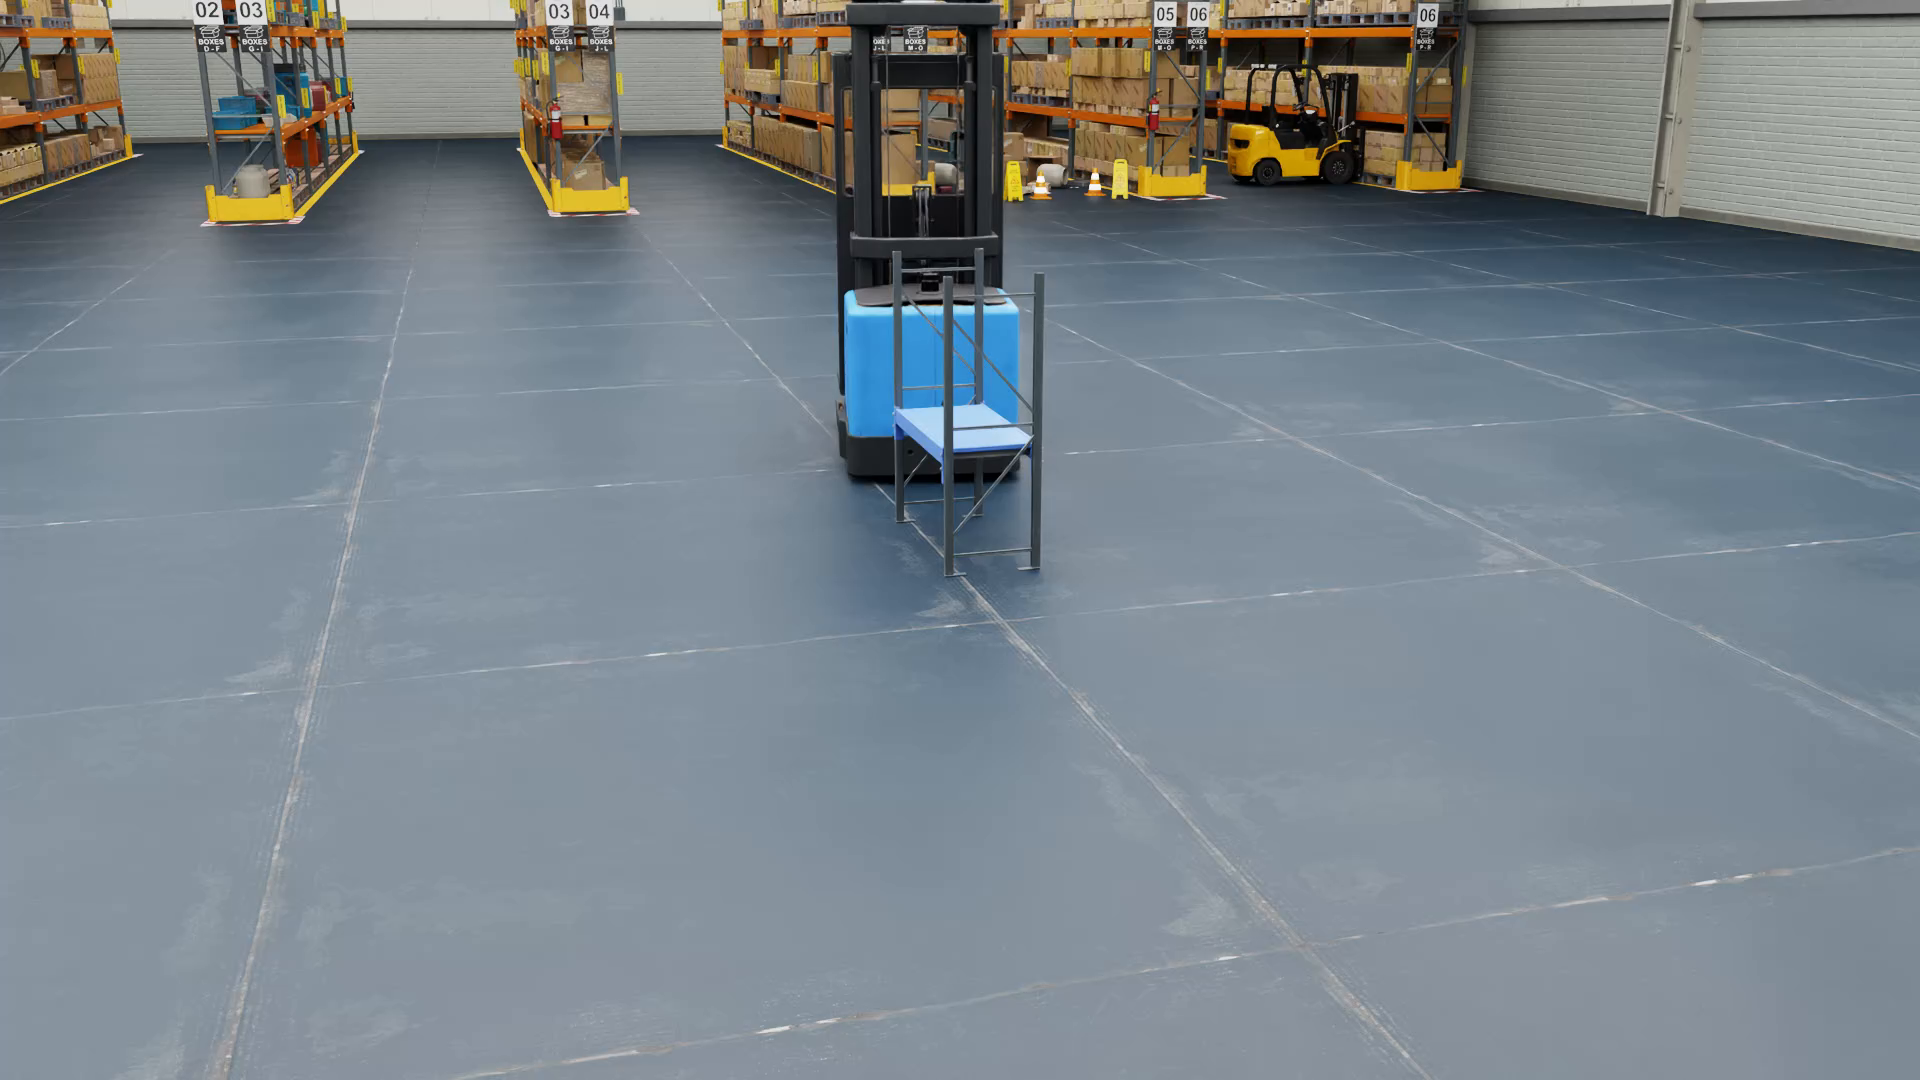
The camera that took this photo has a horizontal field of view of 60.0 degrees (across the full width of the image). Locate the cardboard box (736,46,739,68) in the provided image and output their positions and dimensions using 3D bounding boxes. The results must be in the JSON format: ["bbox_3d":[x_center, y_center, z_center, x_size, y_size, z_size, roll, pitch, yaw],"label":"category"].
[{"bbox_3d":[-4.986,-11.387,39.216,0.500,0.500,0.500,-4,17,-14],"label":"cardboard box"}]

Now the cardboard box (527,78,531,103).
[{"bbox_3d":[-8.957,-9.583,35.466,0.500,0.500,0.500,-5,17,-17],"label":"cardboard box"}]

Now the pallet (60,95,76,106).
[{"bbox_3d":[-18.530,-8.856,33.553,1.003,0.211,1.213,-5,17,-15],"label":"pallet"}]

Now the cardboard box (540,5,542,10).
[{"bbox_3d":[-6.548,-8.608,26.749,0.380,0.149,0.250,-6,18,-18],"label":"cardboard box"}]

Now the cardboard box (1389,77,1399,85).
[{"bbox_3d":[8.015,-8.318,30.127,0.380,0.149,0.250,-4,17,-14],"label":"cardboard box"}]

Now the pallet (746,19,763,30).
[{"bbox_3d":[-3.967,-11.204,36.151,1.213,0.211,1.003,-5,17,-15],"label":"pallet"}]

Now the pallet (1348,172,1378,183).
[{"bbox_3d":[7.897,-7.027,31.977,1.003,0.211,1.213,-5,17,-15],"label":"pallet"}]

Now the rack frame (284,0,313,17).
[{"bbox_3d":[-12.782,-11.334,31.043,1.000,3.000,0.127,-5,17,-15],"label":"rack frame"}]

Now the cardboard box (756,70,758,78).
[{"bbox_3d":[-4.222,-10.112,36.074,0.380,0.149,0.250,-4,17,-14],"label":"cardboard box"}]

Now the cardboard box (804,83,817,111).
[{"bbox_3d":[-2.663,-8.421,31.600,0.500,0.500,0.500,-5,17,-16],"label":"cardboard box"}]

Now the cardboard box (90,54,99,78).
[{"bbox_3d":[-18.787,-10.141,35.588,0.500,0.500,0.500,-5,17,-17],"label":"cardboard box"}]

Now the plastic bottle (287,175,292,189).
[{"bbox_3d":[-10.827,-5.748,26.832,0.061,0.283,0.133,-4,17,-14],"label":"plastic bottle"}]

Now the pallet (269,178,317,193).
[{"bbox_3d":[-11.936,-6.234,29.337,1.003,0.211,1.213,-5,17,-15],"label":"pallet"}]

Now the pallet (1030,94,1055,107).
[{"bbox_3d":[2.092,-9.000,34.034,1.003,0.211,1.213,-5,17,-15],"label":"pallet"}]

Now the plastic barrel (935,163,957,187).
[{"bbox_3d":[-0.337,-6.684,30.469,0.512,0.421,0.421,7,18,23],"label":"plastic barrel"}]

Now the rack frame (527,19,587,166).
[{"bbox_3d":[-8.020,-8.853,33.210,1.000,3.000,0.127,-5,17,-15],"label":"rack frame"}]

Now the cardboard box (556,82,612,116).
[{"bbox_3d":[-5.946,-6.985,26.300,0.875,0.500,0.500,-5,17,-15],"label":"cardboard box"}]

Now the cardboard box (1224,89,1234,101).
[{"bbox_3d":[6.167,-9.816,36.677,0.500,0.250,0.500,-5,17,-15],"label":"cardboard box"}]

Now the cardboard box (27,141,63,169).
[{"bbox_3d":[-17.545,-7.377,31.877,0.500,0.500,0.500,-5,18,-17],"label":"cardboard box"}]

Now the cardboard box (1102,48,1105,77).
[{"bbox_3d":[2.982,-8.639,30.070,0.700,0.500,0.500,-5,17,-16],"label":"cardboard box"}]

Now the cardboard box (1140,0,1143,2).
[{"bbox_3d":[3.297,-9.266,28.423,0.380,0.149,0.250,-4,17,-14],"label":"cardboard box"}]

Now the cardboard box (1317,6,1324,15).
[{"bbox_3d":[7.211,-10.341,32.481,0.380,0.149,0.250,-4,17,-14],"label":"cardboard box"}]

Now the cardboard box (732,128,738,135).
[{"bbox_3d":[-5.385,-10.022,40.812,0.380,0.149,0.250,-4,17,-14],"label":"cardboard box"}]

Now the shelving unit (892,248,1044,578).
[{"bbox_3d":[0.023,-0.695,8.658,0.538,1.500,1.048,-5,17,-15],"label":"shelving unit"}]

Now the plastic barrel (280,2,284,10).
[{"bbox_3d":[-12.765,-9.894,30.589,0.600,0.901,0.600,0,17,0],"label":"plastic barrel"}]

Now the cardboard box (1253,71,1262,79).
[{"bbox_3d":[6.449,-9.921,35.464,0.380,0.149,0.250,-4,17,-14],"label":"cardboard box"}]

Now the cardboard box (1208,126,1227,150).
[{"bbox_3d":[5.957,-9.134,37.760,0.500,0.500,0.500,-4,17,-14],"label":"cardboard box"}]

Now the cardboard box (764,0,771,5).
[{"bbox_3d":[-3.957,-11.514,35.350,0.396,0.266,0.258,-5,17,-15],"label":"cardboard box"}]

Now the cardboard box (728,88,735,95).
[{"bbox_3d":[-5.515,-11.048,40.956,0.380,0.149,0.250,-5,17,-17],"label":"cardboard box"}]

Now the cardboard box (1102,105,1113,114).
[{"bbox_3d":[2.825,-7.875,30.391,0.380,0.149,0.250,-5,17,-15],"label":"cardboard box"}]

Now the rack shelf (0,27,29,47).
[{"bbox_3d":[-16.996,-8.610,28.436,1.077,0.370,4.000,-5,17,-15],"label":"rack shelf"}]

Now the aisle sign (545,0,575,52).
[{"bbox_3d":[-6.093,-7.844,25.333,0.394,0.787,0.004,-5,17,-15],"label":"aisle sign"}]

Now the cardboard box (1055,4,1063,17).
[{"bbox_3d":[2.174,-10.386,32.632,0.500,0.250,0.500,-4,17,-15],"label":"cardboard box"}]

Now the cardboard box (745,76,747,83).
[{"bbox_3d":[-4.656,-10.401,37.555,0.380,0.149,0.250,-4,17,-14],"label":"cardboard box"}]

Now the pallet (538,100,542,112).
[{"bbox_3d":[-7.436,-8.217,31.426,1.003,0.211,1.213,-5,17,-15],"label":"pallet"}]

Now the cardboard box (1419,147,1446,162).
[{"bbox_3d":[8.549,-7.087,30.512,0.500,0.250,0.500,-4,17,-14],"label":"cardboard box"}]

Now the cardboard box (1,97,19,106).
[{"bbox_3d":[-17.488,-7.924,30.272,0.500,0.311,0.500,-4,17,-12],"label":"cardboard box"}]

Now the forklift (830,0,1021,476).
[{"bbox_3d":[-0.286,-2.163,11.059,1.130,2.935,3.031,-2,17,-5],"label":"forklift"}]

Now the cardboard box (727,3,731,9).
[{"bbox_3d":[-5.428,-12.897,40.159,0.380,0.149,0.250,-4,17,-14],"label":"cardboard box"}]

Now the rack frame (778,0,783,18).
[{"bbox_3d":[-3.223,-12.090,33.559,1.000,3.000,0.127,-5,17,-15],"label":"rack frame"}]

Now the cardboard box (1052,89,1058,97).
[{"bbox_3d":[2.040,-8.874,32.987,0.380,0.149,0.250,-5,17,-16],"label":"cardboard box"}]

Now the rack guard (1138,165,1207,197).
[{"bbox_3d":[3.686,-6.247,28.881,1.175,0.500,0.348,-5,17,-15],"label":"rack guard"}]

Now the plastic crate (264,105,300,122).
[{"bbox_3d":[-11.118,-6.999,27.297,0.499,0.251,0.616,-5,17,-15],"label":"plastic crate"}]

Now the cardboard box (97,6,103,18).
[{"bbox_3d":[-19.220,-11.628,36.625,0.500,0.250,0.500,-5,17,-15],"label":"cardboard box"}]

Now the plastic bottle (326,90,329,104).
[{"bbox_3d":[-13.314,-9.316,34.837,0.144,0.351,0.185,-5,17,-15],"label":"plastic bottle"}]

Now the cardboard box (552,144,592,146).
[{"bbox_3d":[-7.181,-7.065,30.838,0.700,0.500,0.500,-5,17,-16],"label":"cardboard box"}]

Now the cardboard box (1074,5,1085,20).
[{"bbox_3d":[2.466,-9.894,31.205,0.500,0.250,0.500,-5,17,-16],"label":"cardboard box"}]

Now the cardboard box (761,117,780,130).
[{"bbox_3d":[-4.089,-9.173,36.587,0.500,0.250,0.500,-4,17,-13],"label":"cardboard box"}]

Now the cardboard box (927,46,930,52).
[{"bbox_3d":[-0.667,-12.347,41.804,0.380,0.149,0.250,-5,18,-17],"label":"cardboard box"}]

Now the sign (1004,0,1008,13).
[{"bbox_3d":[0.973,-11.317,35.162,0.100,0.325,0.005,-5,17,-15],"label":"sign"}]

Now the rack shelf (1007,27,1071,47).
[{"bbox_3d":[2.058,-10.175,33.649,1.077,0.370,4.000,-5,17,-15],"label":"rack shelf"}]
